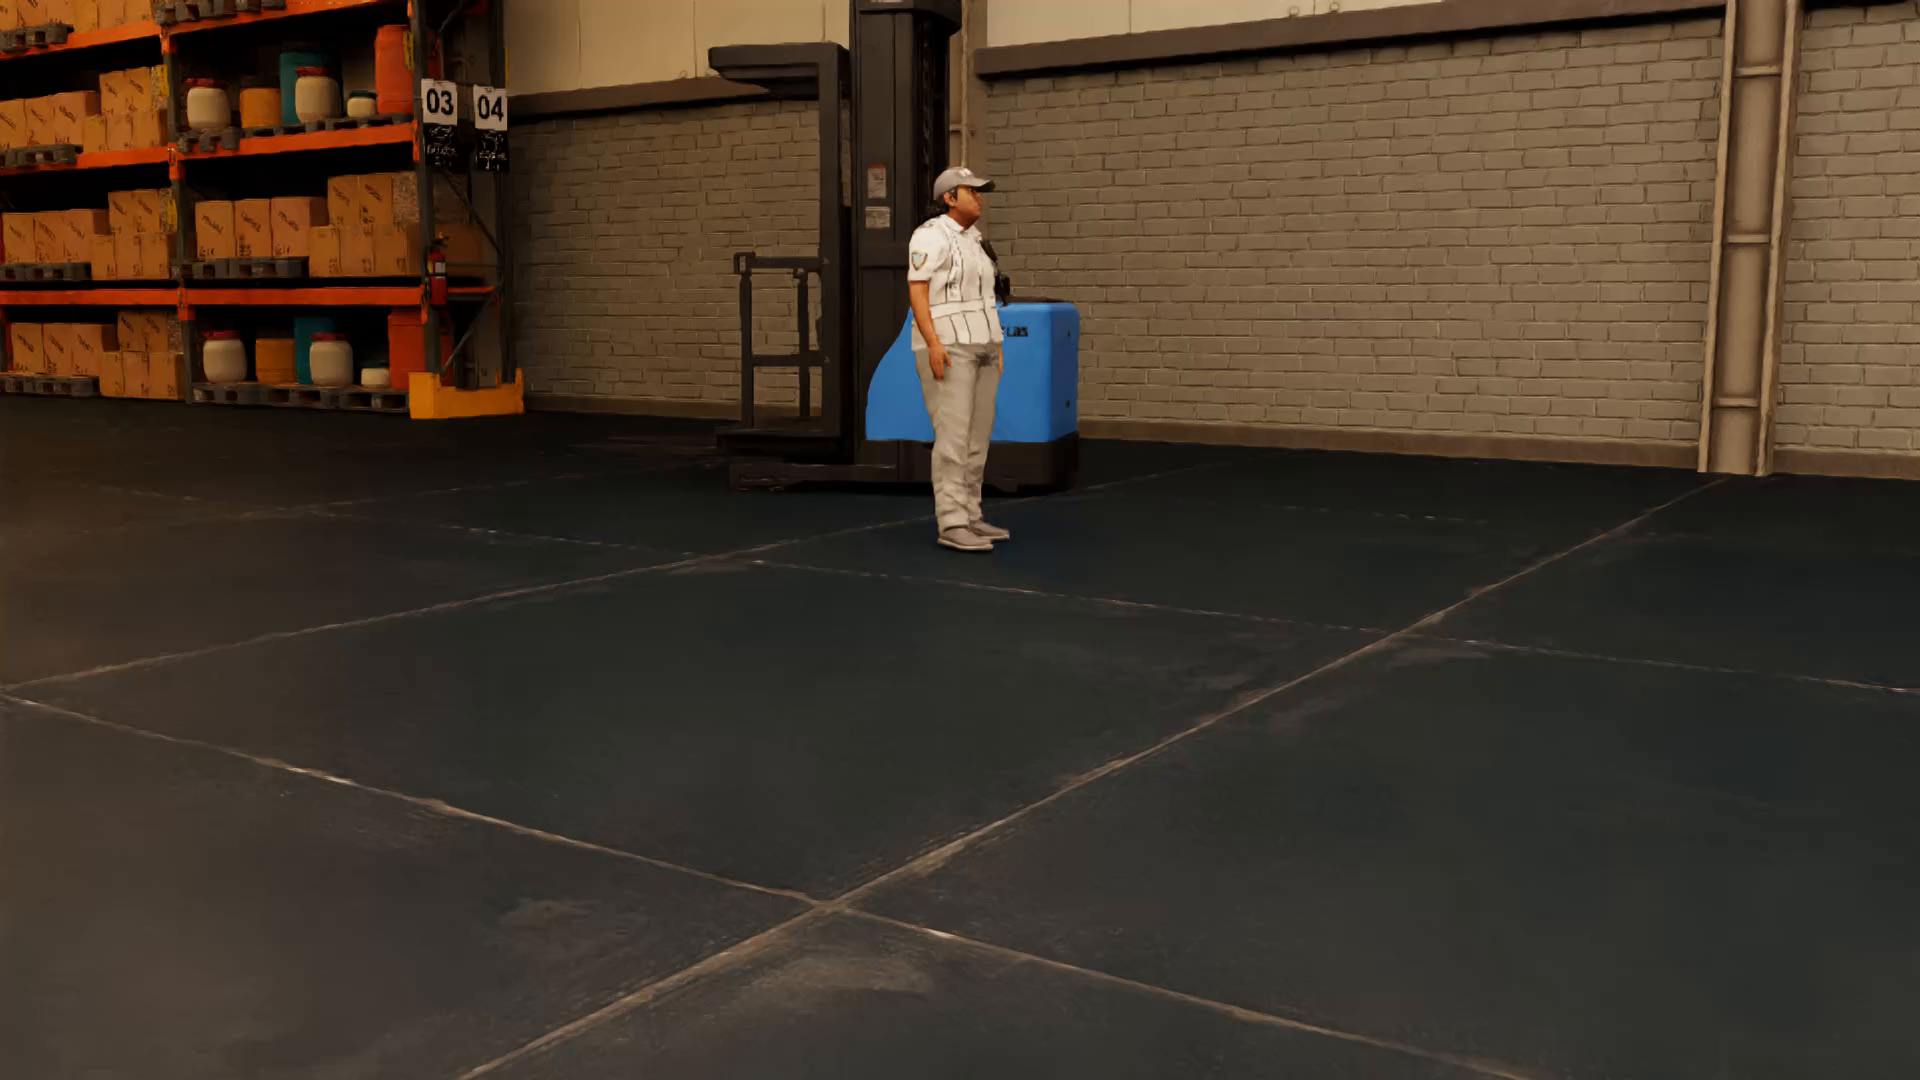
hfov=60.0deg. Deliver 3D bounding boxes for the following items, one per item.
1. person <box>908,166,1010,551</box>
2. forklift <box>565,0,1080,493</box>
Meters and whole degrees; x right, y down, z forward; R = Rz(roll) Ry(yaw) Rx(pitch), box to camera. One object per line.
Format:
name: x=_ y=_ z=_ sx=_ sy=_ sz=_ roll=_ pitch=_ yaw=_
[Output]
person: x=0.051 y=-0.823 z=7.424 sx=0.529 sy=1.669 sz=0.598 roll=5 pitch=10 yaw=34
forklift: x=-0.847 y=-1.802 z=9.862 sx=3.031 sy=2.935 sz=1.130 roll=2 pitch=8 yaw=14
